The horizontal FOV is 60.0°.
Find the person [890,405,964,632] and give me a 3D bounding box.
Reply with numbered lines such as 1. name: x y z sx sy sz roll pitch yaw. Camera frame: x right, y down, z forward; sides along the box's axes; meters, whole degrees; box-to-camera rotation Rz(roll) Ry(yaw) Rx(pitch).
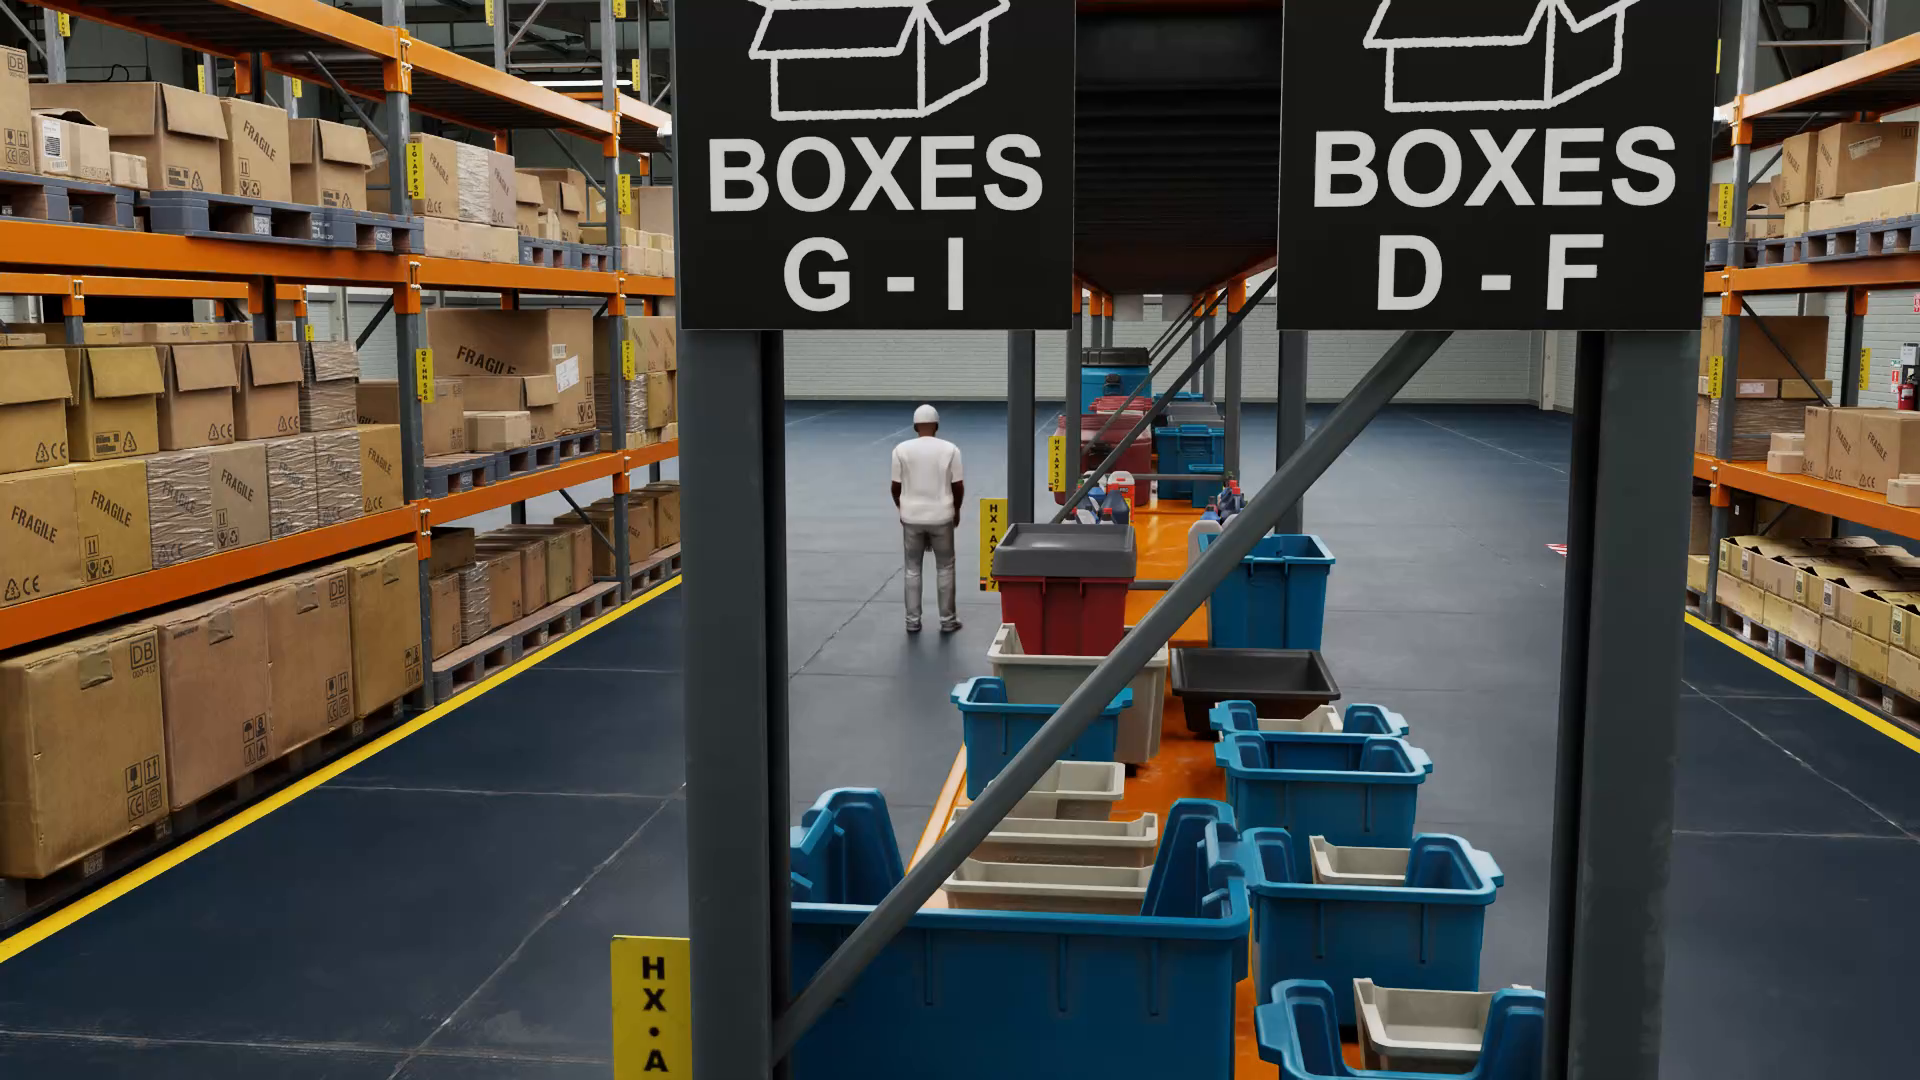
1. person: -0.252 -0.171 12.993 0.577 1.767 0.446 1 8 5
